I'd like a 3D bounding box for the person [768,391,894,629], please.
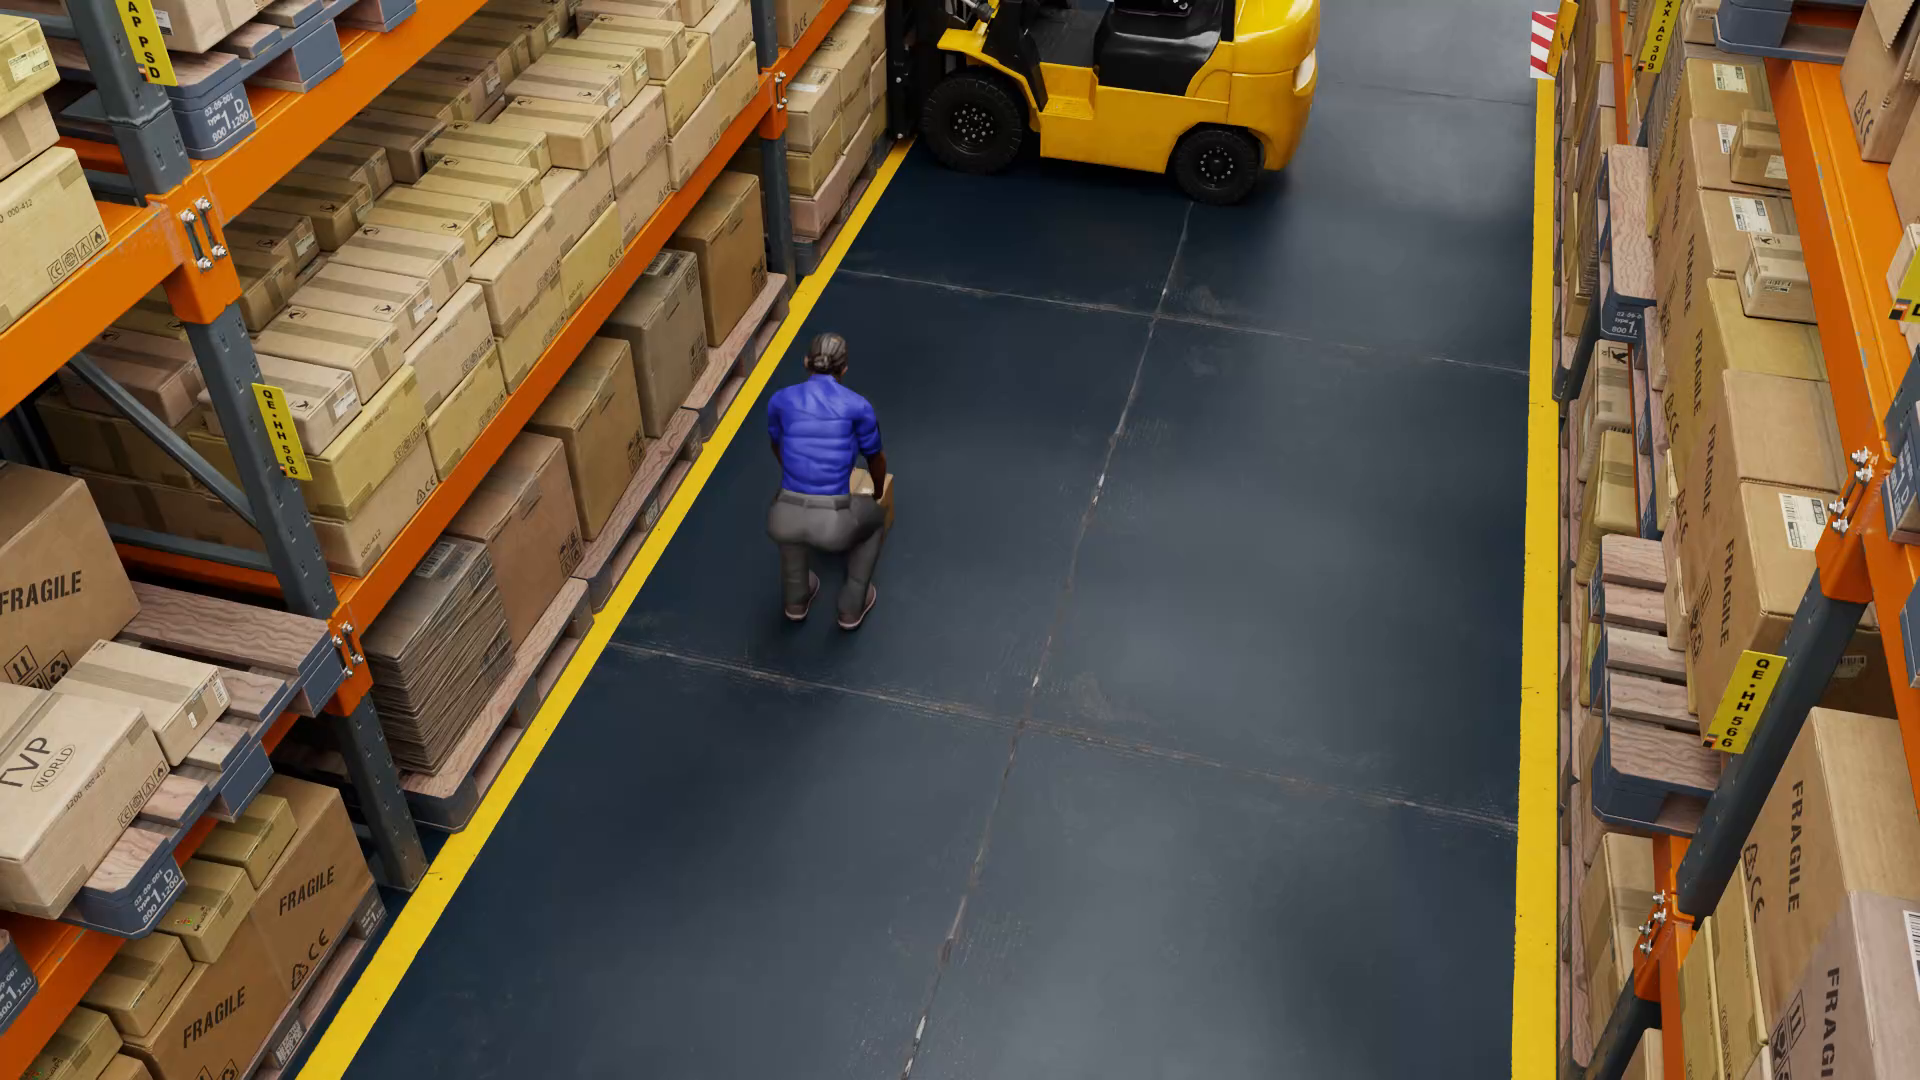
[{"bbox_3d":[-0.527,-0.164,6.942,0.462,0.878,0.866,7,42,8],"label":"person"}]
